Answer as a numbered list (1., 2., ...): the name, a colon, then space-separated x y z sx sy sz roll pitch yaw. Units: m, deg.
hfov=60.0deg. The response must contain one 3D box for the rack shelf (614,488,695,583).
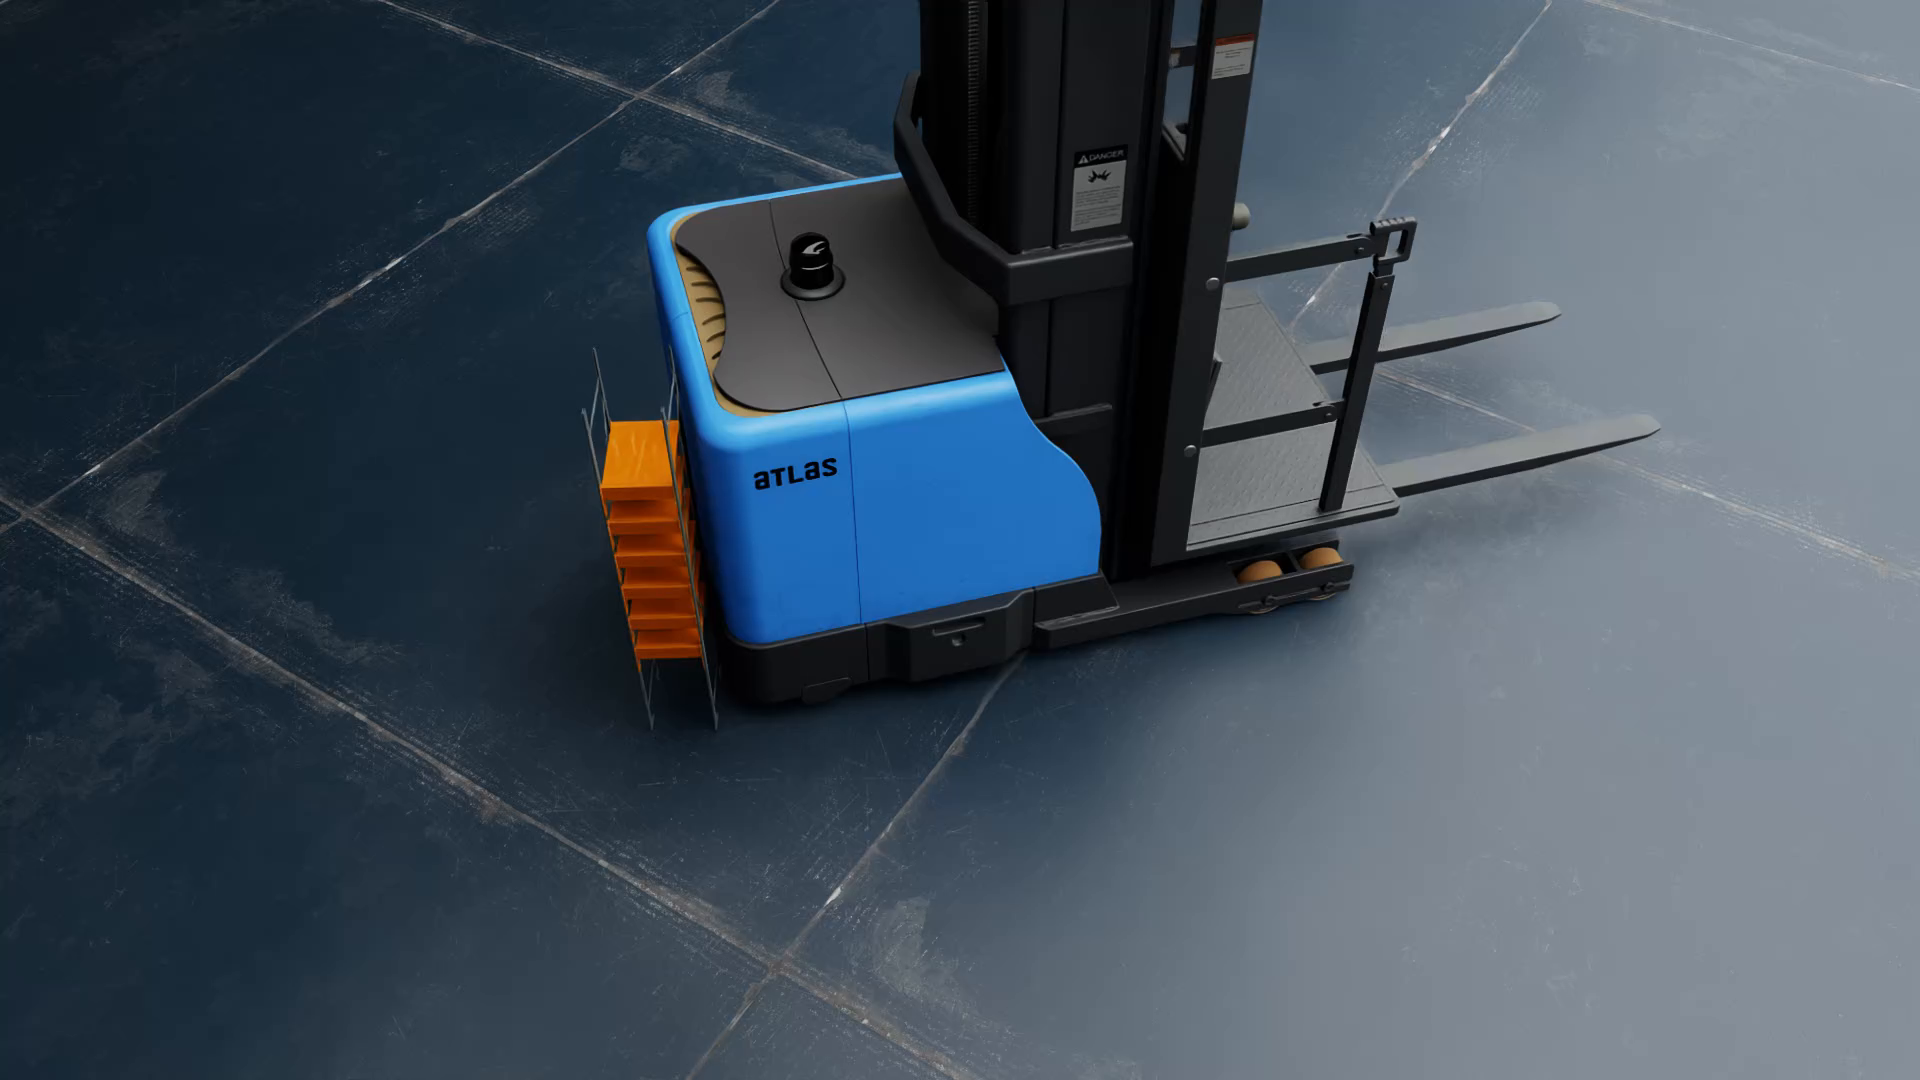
1. rack shelf: -0.790 -0.017 4.325 0.180 0.103 0.258 -2 46 -2

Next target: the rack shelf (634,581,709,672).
1. rack shelf: -0.790 0.234 4.583 0.180 0.103 0.258 -2 46 -2

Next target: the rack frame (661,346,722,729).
1. rack frame: -0.699 0.033 4.381 0.006 1.200 0.240 -2 46 -2

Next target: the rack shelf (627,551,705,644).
1. rack shelf: -0.790 0.150 4.497 0.180 0.103 0.258 -2 46 -2

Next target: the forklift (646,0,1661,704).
1. forklift: 0.685 -1.153 4.326 3.031 2.935 1.130 -12 47 -11

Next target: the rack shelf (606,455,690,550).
1. rack shelf: -0.790 -0.101 4.239 0.180 0.103 0.258 -2 46 -2

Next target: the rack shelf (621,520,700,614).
1. rack shelf: -0.790 0.067 4.411 0.180 0.103 0.258 -2 46 -2

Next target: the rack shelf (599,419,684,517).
1. rack shelf: -0.790 -0.184 4.152 0.180 0.103 0.258 -2 46 -2

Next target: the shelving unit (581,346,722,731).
1. shelving unit: -0.790 0.036 4.379 0.189 1.200 0.258 -2 46 -2

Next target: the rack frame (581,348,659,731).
1. rack frame: -0.882 0.038 4.376 0.006 1.200 0.240 -2 46 -2
